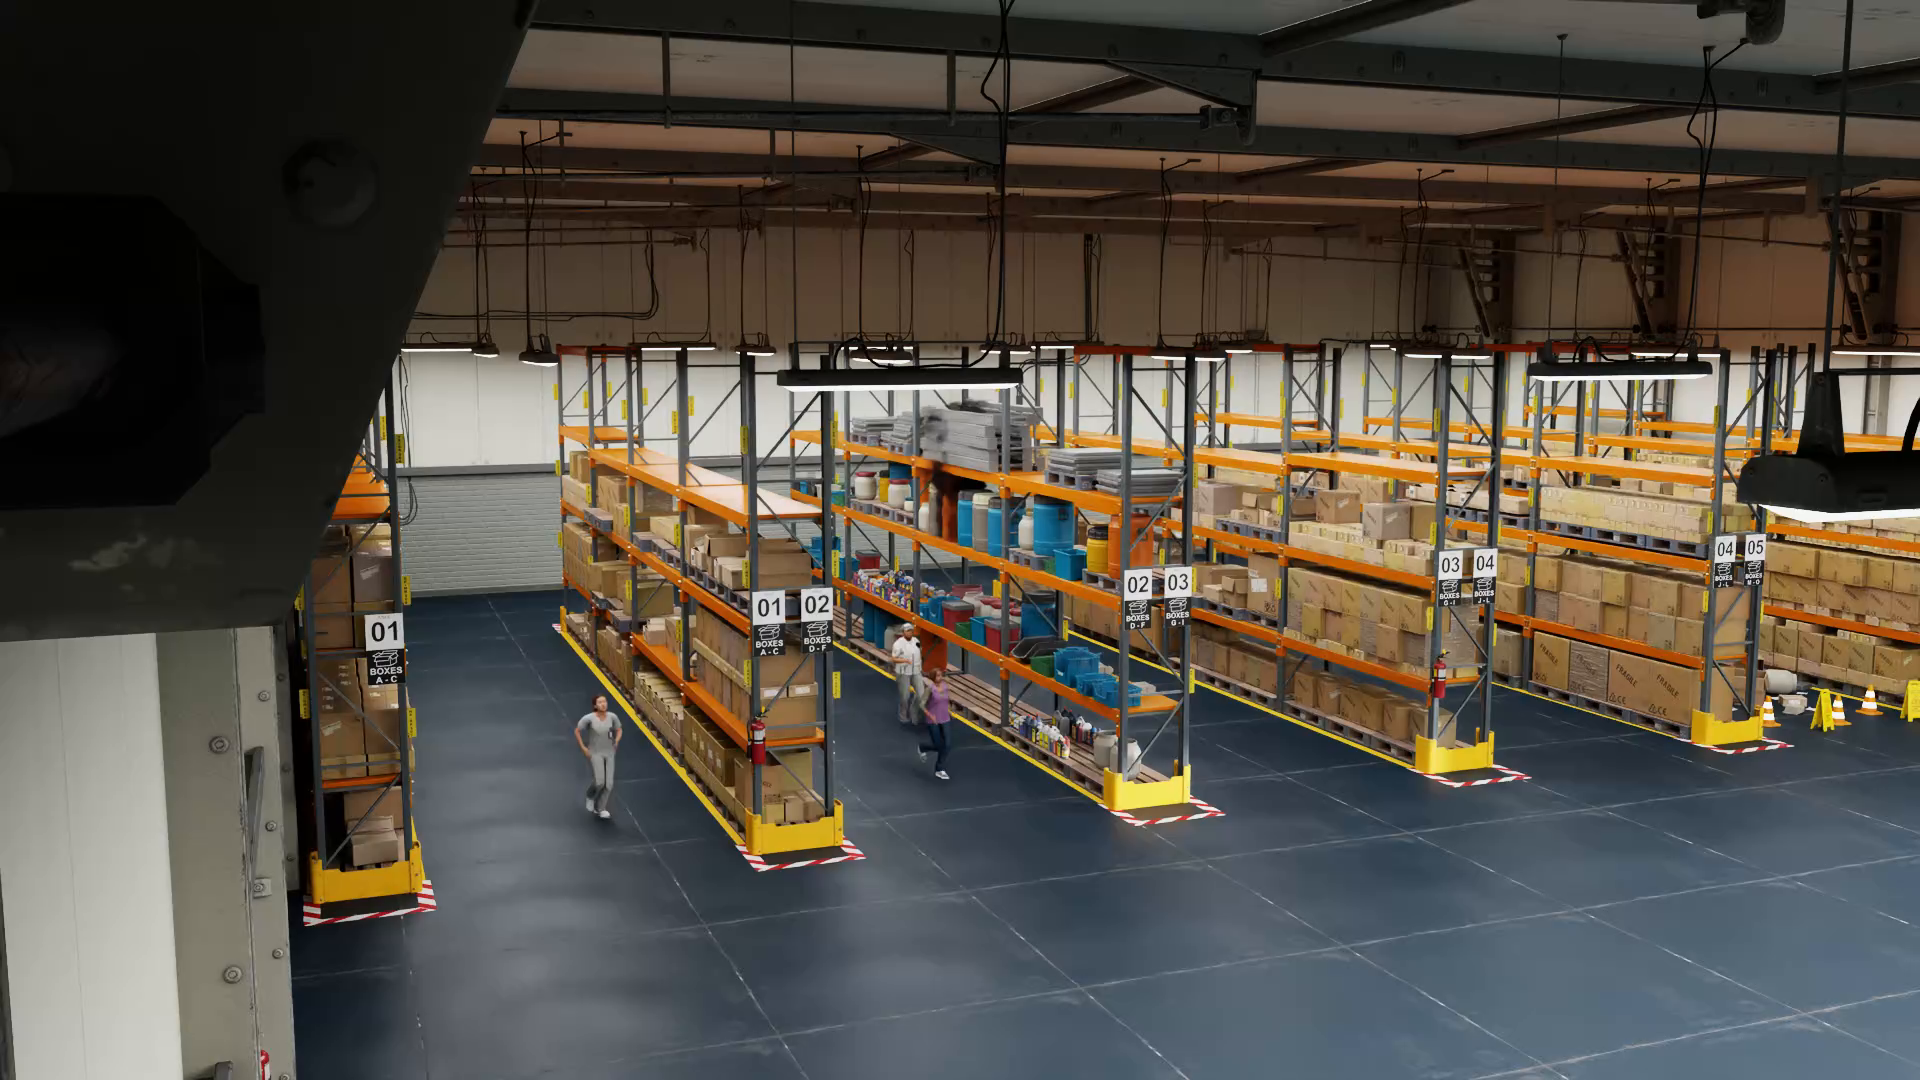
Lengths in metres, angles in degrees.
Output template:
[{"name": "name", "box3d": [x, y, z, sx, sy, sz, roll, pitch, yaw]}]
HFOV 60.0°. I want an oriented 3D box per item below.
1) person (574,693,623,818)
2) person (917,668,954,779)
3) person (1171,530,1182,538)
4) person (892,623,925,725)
[{"name": "person", "box3d": [-4.629, 2.795, 21.500, 0.609, 1.638, 0.527, -4, 8, -31]}, {"name": "person", "box3d": [-0.340, 2.576, 23.589, 0.536, 1.565, 0.651, -5, 9, -36]}, {"name": "person", "box3d": [5.578, 0.137, 41.708, 0.971, 1.776, 0.663, -6, 9, -40]}, {"name": "person", "box3d": [-0.791, 2.158, 26.566, 0.587, 1.649, 0.610, -3, 8, -24]}]
